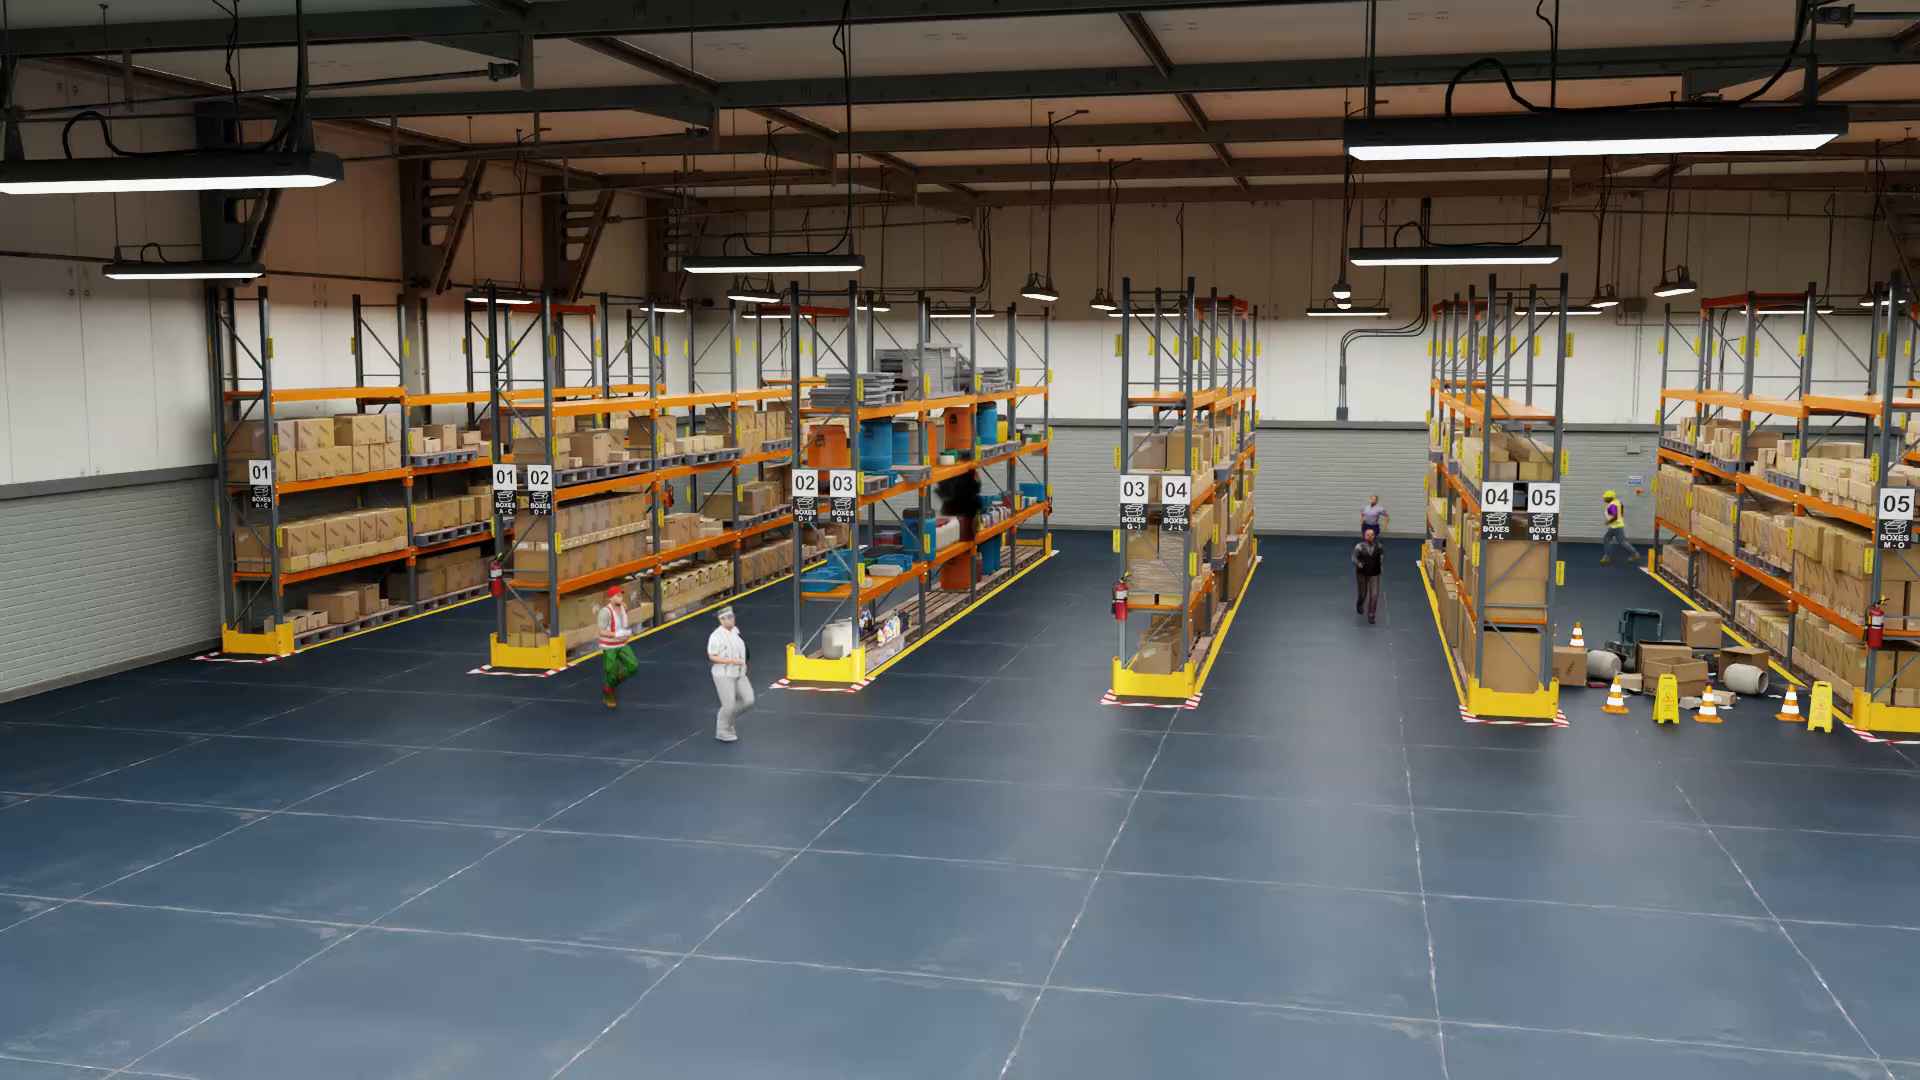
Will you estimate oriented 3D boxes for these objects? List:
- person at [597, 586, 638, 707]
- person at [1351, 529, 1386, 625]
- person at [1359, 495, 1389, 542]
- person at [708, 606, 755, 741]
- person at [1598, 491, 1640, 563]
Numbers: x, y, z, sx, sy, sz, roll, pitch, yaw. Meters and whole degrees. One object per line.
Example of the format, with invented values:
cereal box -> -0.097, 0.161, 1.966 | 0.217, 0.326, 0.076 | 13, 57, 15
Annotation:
person -> -4.770, 1.481, 23.103 | 0.628, 1.727, 0.707 | 5, 8, 35
person -> 7.496, 0.645, 30.553 | 0.646, 1.712, 0.927 | 1, 7, 5
person -> 9.513, -0.207, 38.395 | 0.666, 1.669, 0.705 | 6, 9, 42
person -> -2.881, 1.703, 21.183 | 0.602, 1.744, 0.650 | 4, 8, 34
person -> 15.381, -0.283, 38.741 | 0.918, 1.732, 0.684 | 3, 7, 22
